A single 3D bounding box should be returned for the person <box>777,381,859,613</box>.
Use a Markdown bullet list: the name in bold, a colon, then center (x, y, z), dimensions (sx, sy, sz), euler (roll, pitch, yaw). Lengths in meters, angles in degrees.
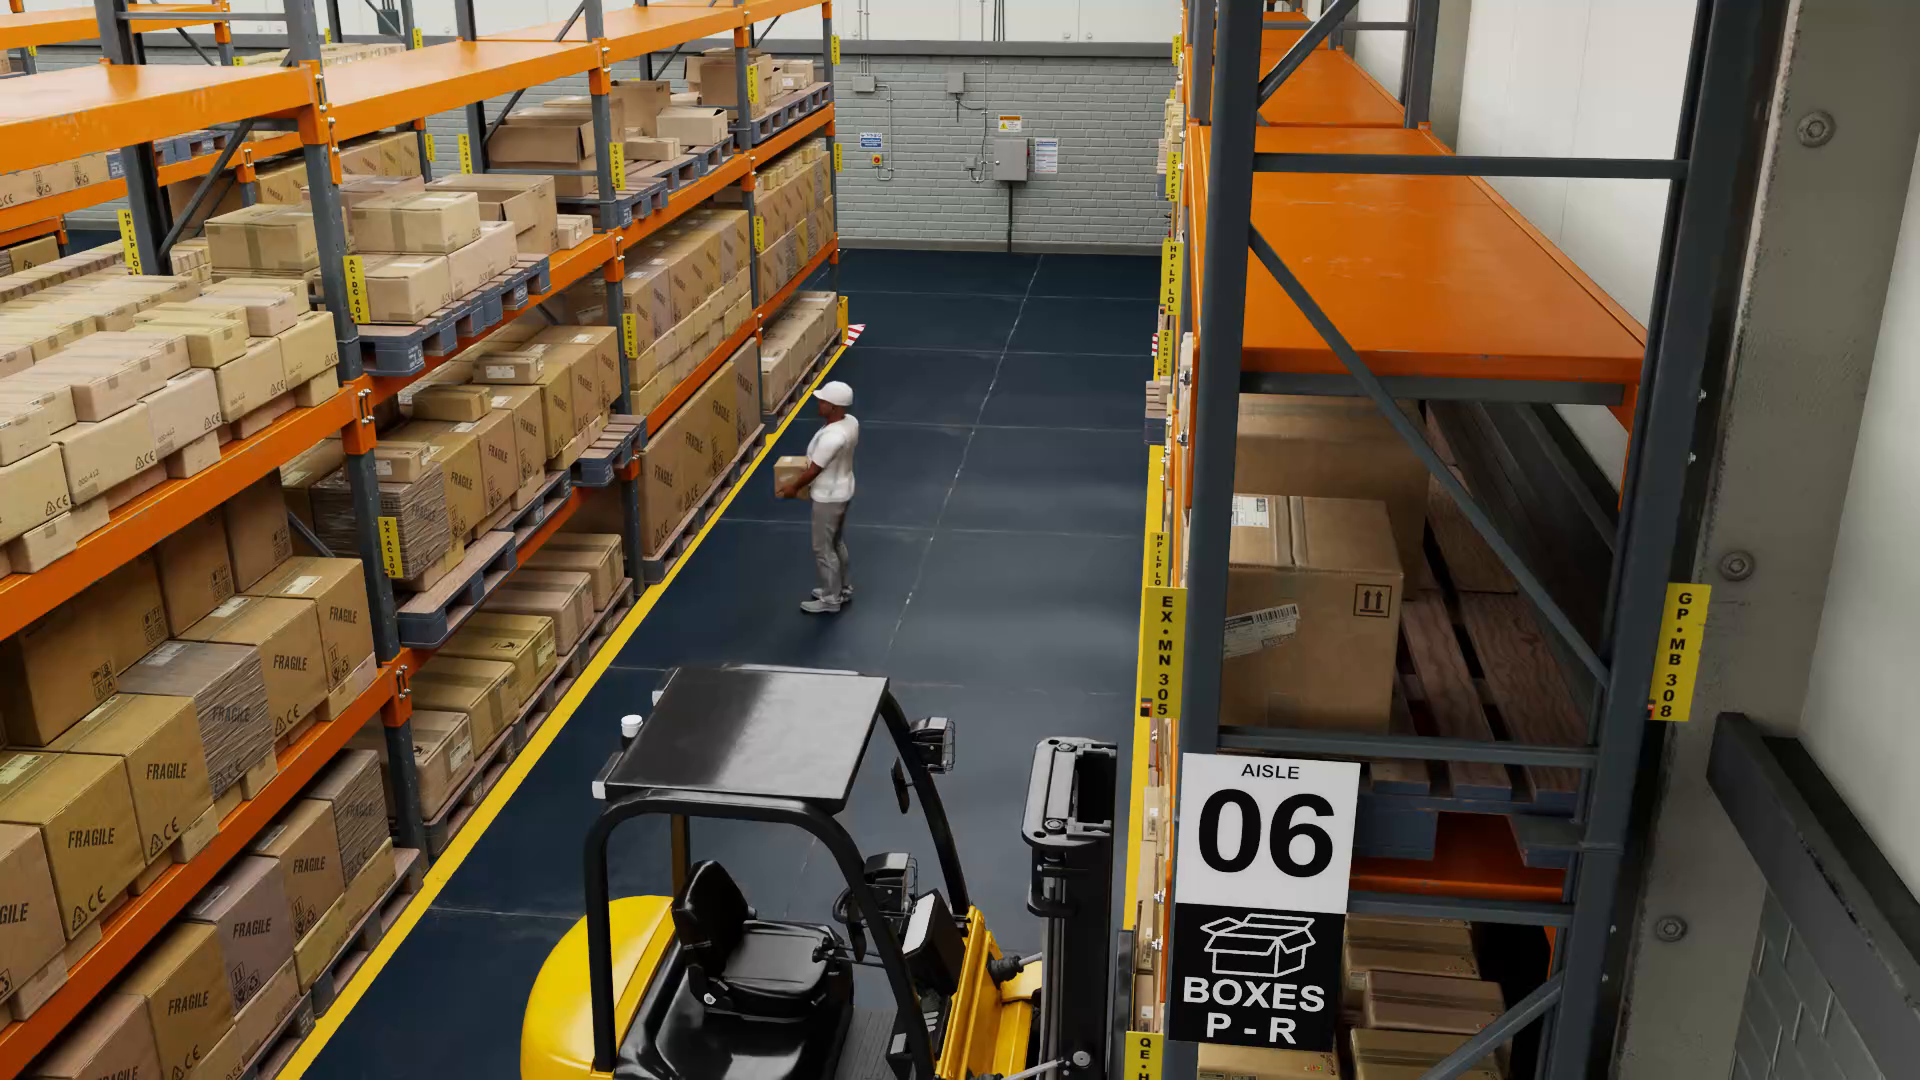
- **person**: center (-1.047, -0.328, 12.333), dimensions (0.575, 1.764, 0.510), euler (3, 21, 8)
